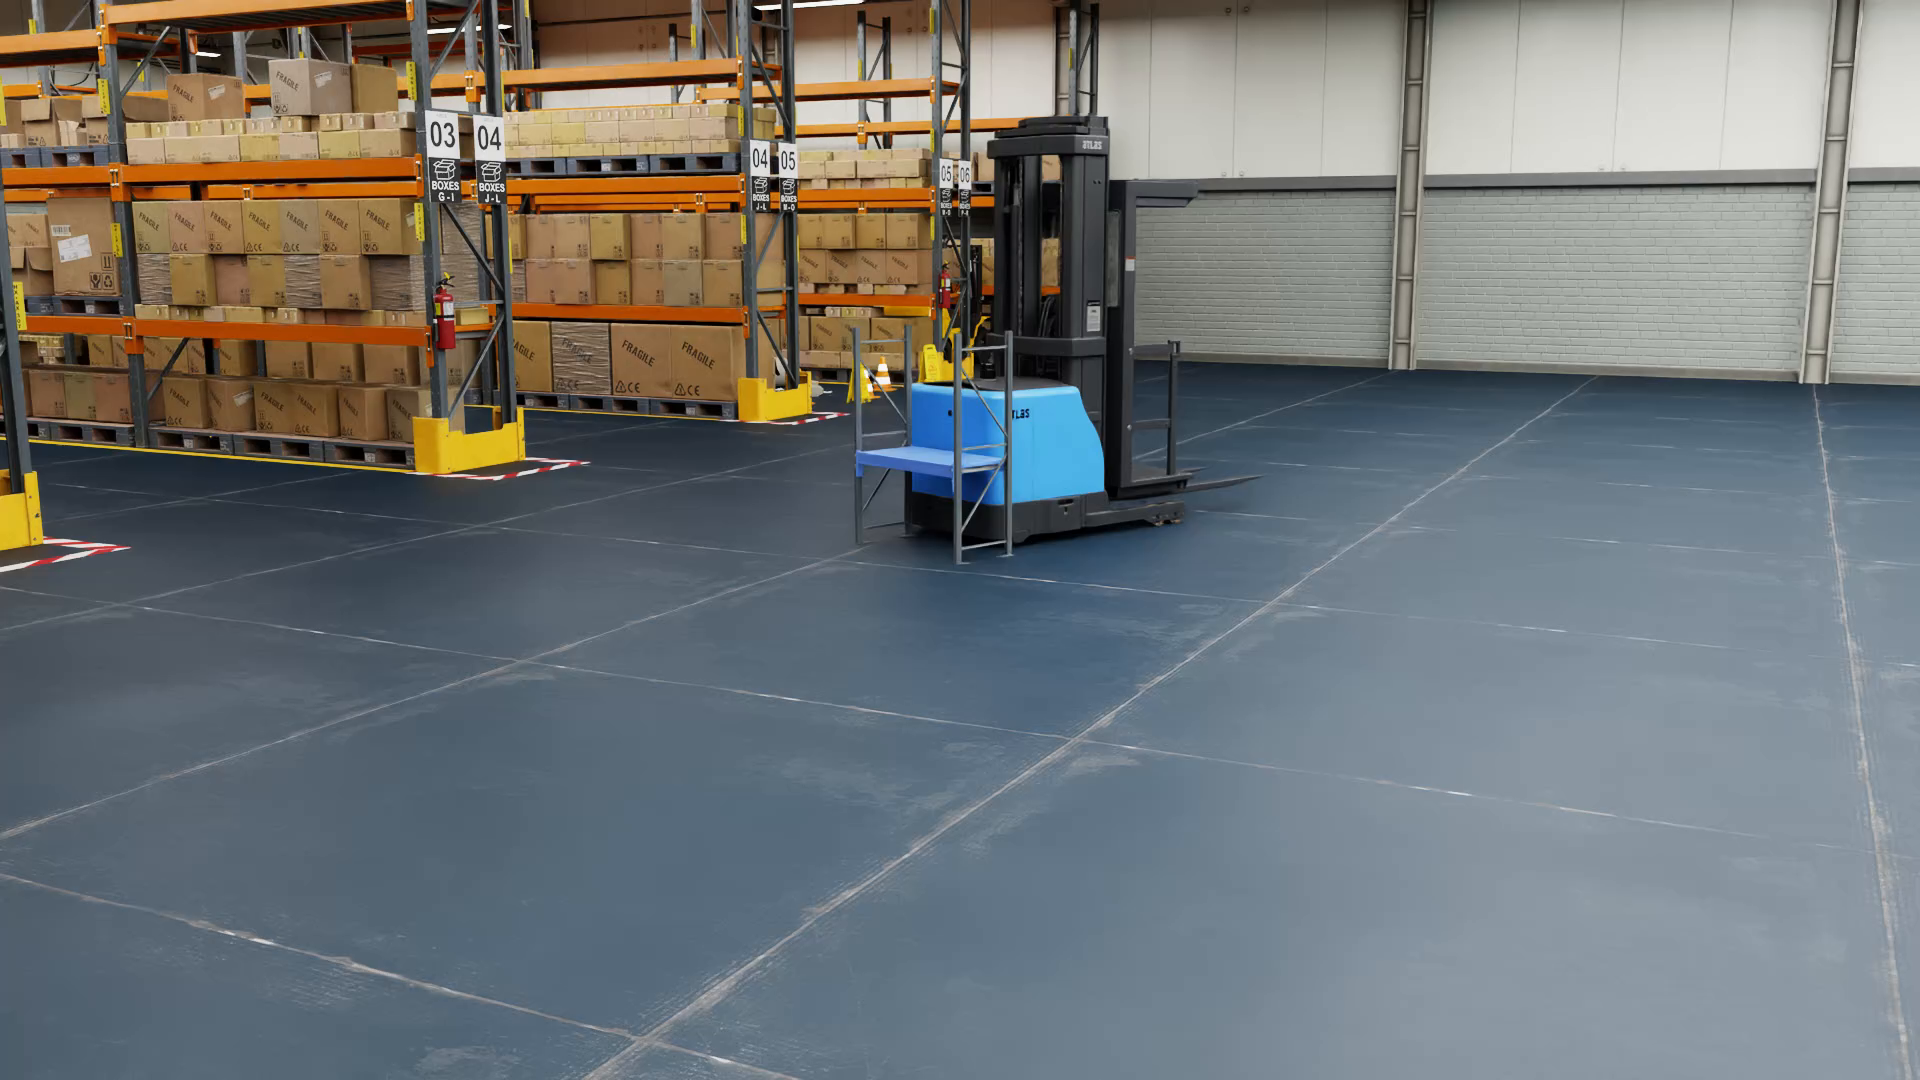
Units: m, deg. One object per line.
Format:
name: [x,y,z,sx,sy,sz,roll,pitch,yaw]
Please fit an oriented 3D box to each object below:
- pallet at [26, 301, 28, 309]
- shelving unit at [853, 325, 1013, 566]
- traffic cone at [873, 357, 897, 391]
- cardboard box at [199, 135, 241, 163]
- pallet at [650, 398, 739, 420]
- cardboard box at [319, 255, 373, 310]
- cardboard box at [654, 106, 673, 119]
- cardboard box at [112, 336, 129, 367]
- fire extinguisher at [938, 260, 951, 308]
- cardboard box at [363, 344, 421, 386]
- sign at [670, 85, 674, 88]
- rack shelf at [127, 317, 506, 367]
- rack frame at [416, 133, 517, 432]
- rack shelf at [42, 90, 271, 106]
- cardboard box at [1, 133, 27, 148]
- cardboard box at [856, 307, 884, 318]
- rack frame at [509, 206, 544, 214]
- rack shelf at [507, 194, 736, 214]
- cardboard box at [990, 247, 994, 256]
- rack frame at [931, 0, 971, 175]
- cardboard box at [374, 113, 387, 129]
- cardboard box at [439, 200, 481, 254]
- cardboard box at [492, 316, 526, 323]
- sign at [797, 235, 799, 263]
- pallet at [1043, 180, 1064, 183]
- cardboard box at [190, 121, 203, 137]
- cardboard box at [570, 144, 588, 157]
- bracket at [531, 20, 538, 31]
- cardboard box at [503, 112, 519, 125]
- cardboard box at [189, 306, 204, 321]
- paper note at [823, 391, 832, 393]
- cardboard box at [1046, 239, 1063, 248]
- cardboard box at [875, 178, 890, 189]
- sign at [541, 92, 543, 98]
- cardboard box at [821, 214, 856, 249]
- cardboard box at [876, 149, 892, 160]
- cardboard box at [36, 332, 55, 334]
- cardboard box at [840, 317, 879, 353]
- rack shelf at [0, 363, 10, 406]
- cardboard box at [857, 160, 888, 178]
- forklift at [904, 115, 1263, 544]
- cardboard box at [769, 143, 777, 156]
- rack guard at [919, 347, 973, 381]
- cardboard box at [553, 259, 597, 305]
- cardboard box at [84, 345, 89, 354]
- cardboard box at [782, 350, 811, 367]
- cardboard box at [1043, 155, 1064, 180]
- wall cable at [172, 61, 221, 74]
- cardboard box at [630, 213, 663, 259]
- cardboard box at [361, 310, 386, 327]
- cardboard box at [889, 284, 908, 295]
pallet: [-10.995,-2.666,18.577,1.003,0.211,1.213,5,11,26]
shelving unit: [-0.191,-0.669,11.214,0.538,1.500,1.048,-9,14,-42]
traffic cone: [-1.079,-2.331,23.312,0.334,0.463,0.336,5,11,26]
cardboard box: [-6.887,-3.728,15.907,0.500,0.250,0.500,5,11,24]
pallet: [-2.974,-1.632,20.153,1.213,0.211,1.003,5,11,26]
cardboard box: [-5.490,-2.433,15.633,0.500,0.500,0.875,5,11,26]
cardboard box: [-3.360,-4.987,19.444,0.250,0.149,0.380,5,12,27]
cardboard box: [-11.963,-2.734,24.251,0.500,0.500,0.500,6,12,28]
fire extinguisher: [-0.224,-3.631,23.588,0.183,0.674,0.296,5,11,26]
cardboard box: [-7.269,-2.479,22.144,0.750,0.750,1.050,5,11,26]
sign: [-5.335,-8.538,30.795,0.005,0.325,0.100,5,11,26]
rack shelf: [-6.301,-1.973,16.227,4.000,0.370,1.077,5,11,26]
rack frame: [-4.507,-2.169,15.293,0.127,3.000,1.000,5,11,26]
rack shelf: [-11.190,-6.143,23.545,4.000,0.370,1.077,5,11,26]
cardboard box: [-9.820,-4.184,17.479,0.250,0.166,0.380,5,11,24]
cardboard box: [-1.315,-3.333,24.340,0.250,0.149,0.380,5,12,27]
rack frame: [-8.691,-5.490,33.644,0.127,3.000,1.000,5,11,26]
rack shelf: [-5.503,-5.347,26.447,4.000,0.370,1.077,5,11,26]
cardboard box: [0.710,-4.976,28.701,0.250,0.149,0.380,5,11,24]
rack frame: [-0.122,-6.704,23.503,0.127,3.000,1.000,5,11,26]
cardboard box: [-5.076,-3.779,15.066,0.250,0.149,0.380,5,11,24]
cardboard box: [-4.880,-2.944,15.648,0.500,0.500,0.500,5,11,26]
cardboard box: [-7.879,-3.611,28.047,0.875,0.875,0.875,5,11,25]
sign: [-1.971,-3.506,20.028,0.005,0.325,0.100,5,11,26]
pallet: [1.448,-6.037,28.491,1.213,0.211,1.003,5,11,26]
cardboard box: [-7.197,-3.961,16.070,0.250,0.149,0.380,5,12,28]
cardboard box: [-4.490,-4.694,20.065,0.250,0.149,0.380,5,11,26]
bracket: [-8.701,-10.323,33.394,0.430,0.232,0.235,5,11,26]
cardboard box: [-5.404,-5.166,20.436,0.250,0.149,0.380,5,11,25]
cardboard box: [-7.351,-2.240,16.392,0.250,0.149,0.380,5,11,26]
paper note: [-1.851,-2.047,22.957,0.142,0.019,0.148,1,10,6]
cardboard box: [1.656,-5.054,28.296,0.250,0.149,0.380,5,11,26]
cardboard box: [-1.027,-5.128,23.927,0.250,0.149,0.380,5,12,28]
sign: [-8.450,-9.069,33.505,0.005,0.325,0.100,5,11,26]
cardboard box: [-1.631,-4.510,24.301,0.500,0.500,0.700,5,11,25]
cardboard box: [-1.008,-5.520,23.850,0.250,0.149,0.380,5,11,25]
cardboard box: [-14.106,-3.149,25.862,0.250,0.149,0.380,5,12,27]
cardboard box: [-1.426,-3.037,24.521,0.500,0.500,0.500,6,12,28]
rack shelf: [-8.492,-1.182,11.857,4.000,0.370,1.077,5,11,26]
cardboard box: [-1.145,-5.340,23.974,0.500,0.250,0.500,5,11,25]
forklift: [1.051,-1.609,12.388,3.031,2.935,1.130,-8,13,-39]
cardboard box: [-2.388,-4.640,19.767,0.250,0.149,0.380,5,11,26]
rack guard: [-0.191,-2.528,24.293,0.348,0.500,1.175,5,11,26]
cardboard box: [-4.538,-3.214,20.645,0.550,0.550,0.875,5,11,26]
cardboard box: [-13.167,-2.929,25.480,0.250,0.149,0.380,6,12,28]
cardboard box: [-2.339,-2.749,25.040,0.500,0.250,0.500,5,11,25]
cardboard box: [1.566,-6.322,28.075,0.500,0.500,0.500,5,12,28]
wall cable: [-16.773,-12.144,37.943,0.133,3.039,2.988,5,11,26]
cardboard box: [-3.514,-3.688,20.233,0.550,0.550,0.875,5,11,26]
cardboard box: [-5.325,-2.066,15.430,0.250,0.149,0.380,5,11,26]
cardboard box: [-0.829,-3.626,24.046,0.250,0.149,0.380,5,11,25]
